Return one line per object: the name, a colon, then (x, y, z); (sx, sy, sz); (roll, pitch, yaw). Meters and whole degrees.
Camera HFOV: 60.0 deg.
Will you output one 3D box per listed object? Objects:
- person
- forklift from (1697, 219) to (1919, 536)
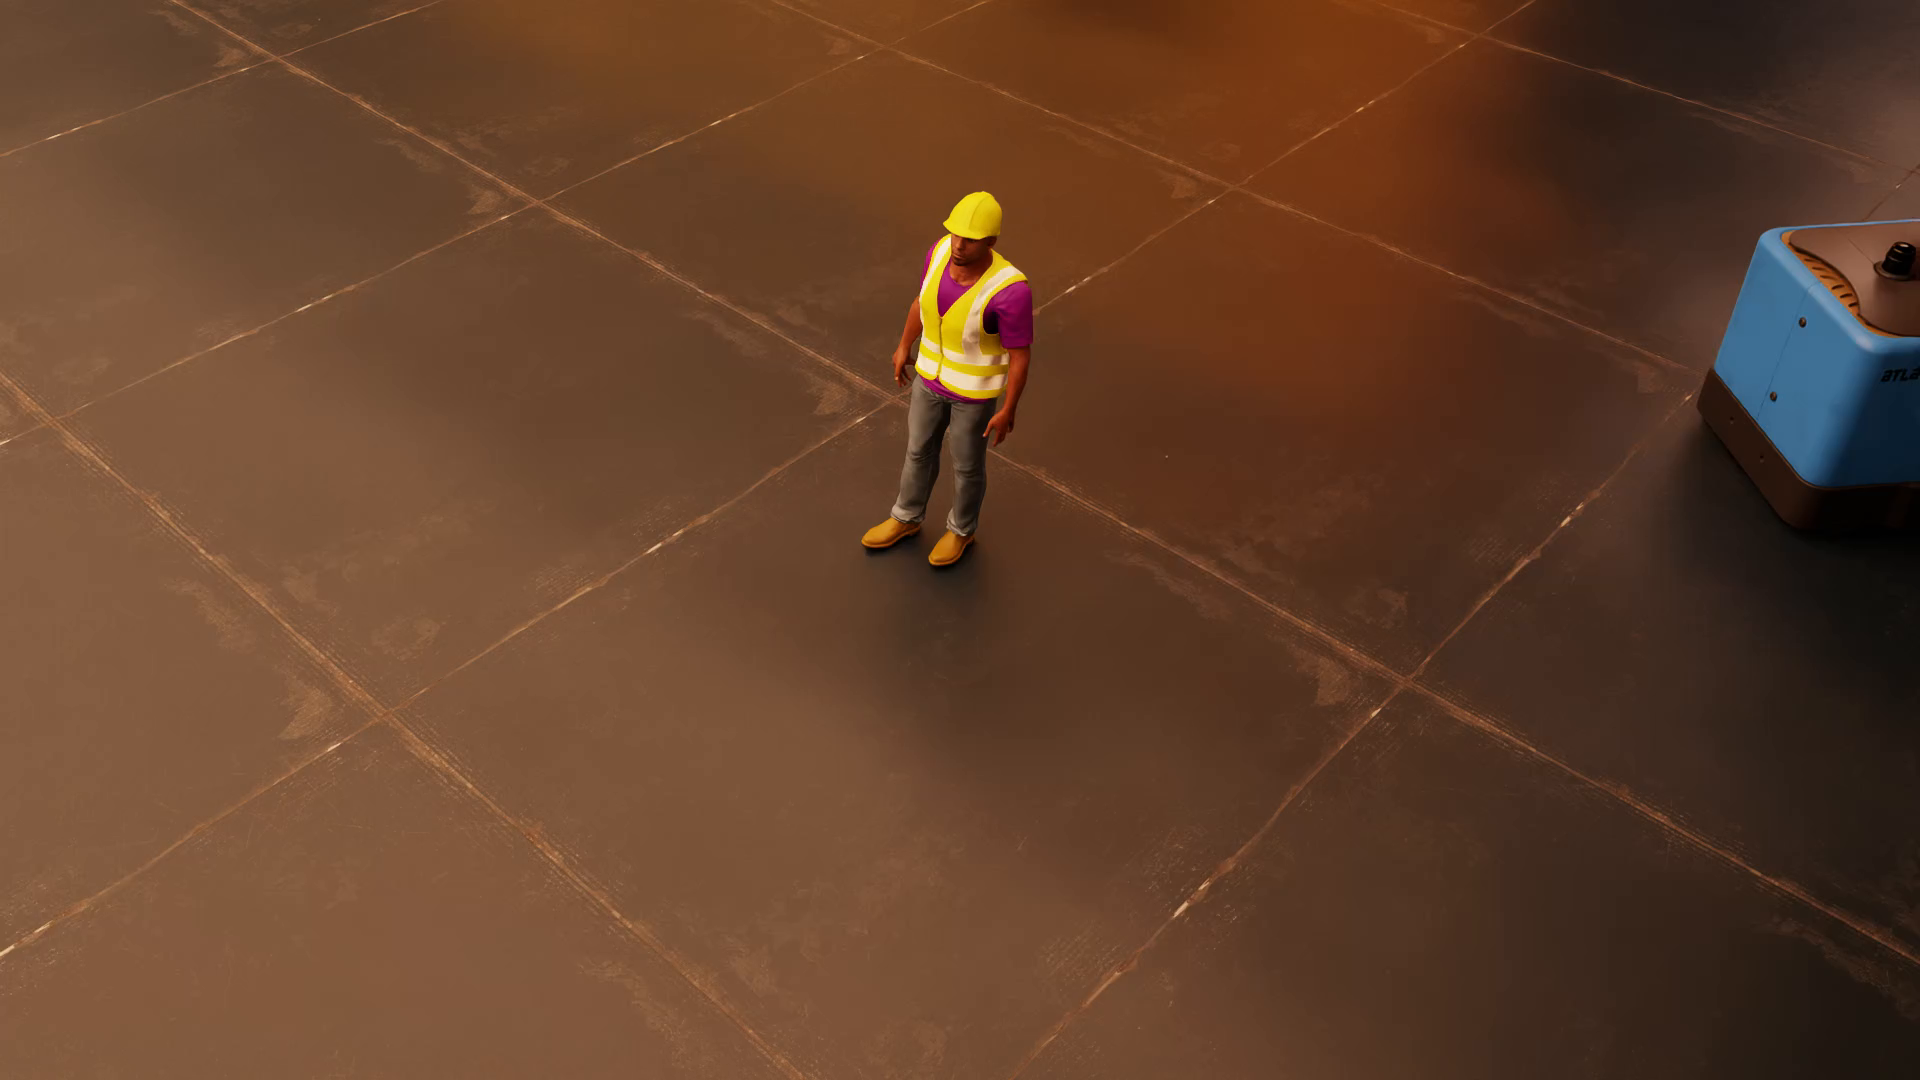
person: (-0.052, -0.645, 7.063); (0.665, 1.768, 0.575); (31, 49, 31)
forklift: (5.249, -1.549, 7.234); (3.031, 2.935, 1.130); (-4, 41, -5)
